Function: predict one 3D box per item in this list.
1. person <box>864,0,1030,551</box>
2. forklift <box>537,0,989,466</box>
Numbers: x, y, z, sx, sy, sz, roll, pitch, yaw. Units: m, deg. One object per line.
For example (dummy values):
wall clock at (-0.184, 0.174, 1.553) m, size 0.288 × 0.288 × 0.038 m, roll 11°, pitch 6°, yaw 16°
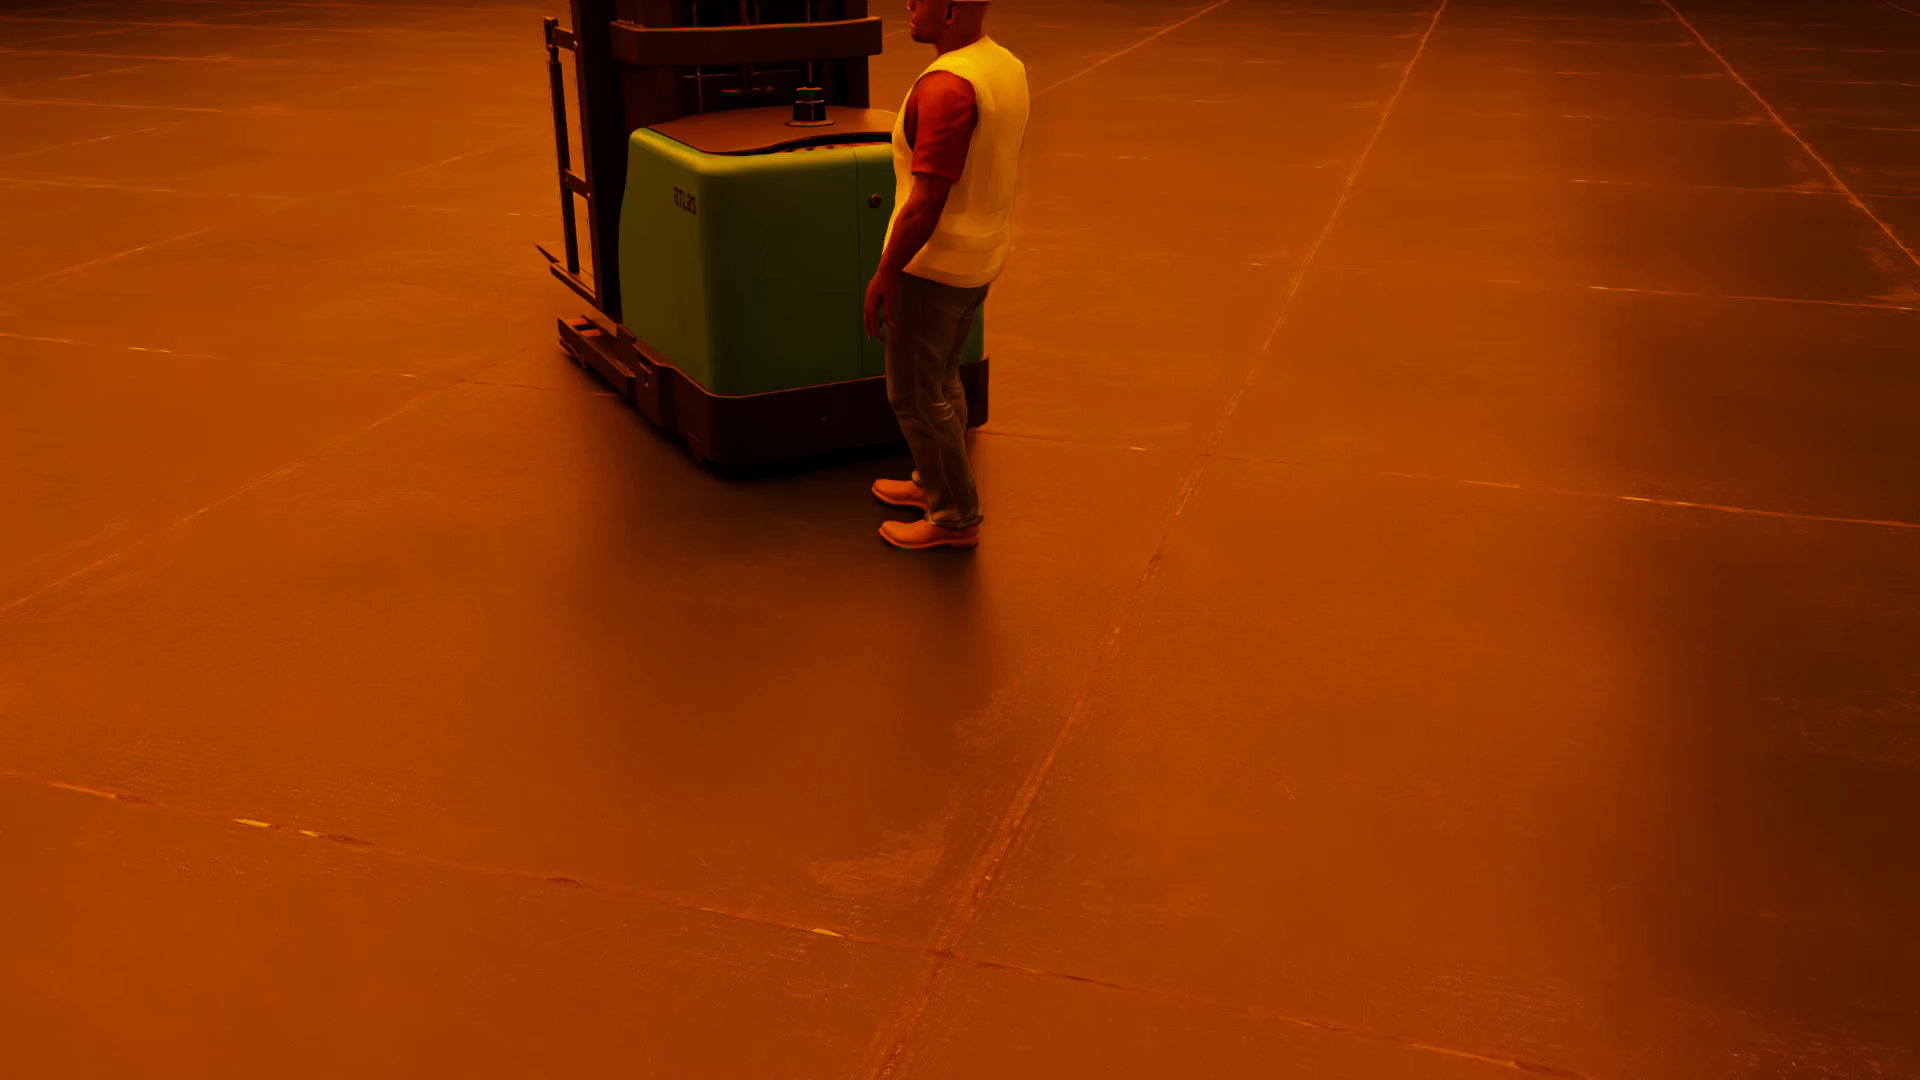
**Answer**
person at (-0.115, -0.808, 4.792) m, size 0.573 × 1.753 × 0.689 m, roll 8°, pitch 24°, yaw 19°
forklift at (-1.029, -2.123, 6.422) m, size 1.130 × 2.935 × 3.031 m, roll -11°, pitch 25°, yaw -25°
